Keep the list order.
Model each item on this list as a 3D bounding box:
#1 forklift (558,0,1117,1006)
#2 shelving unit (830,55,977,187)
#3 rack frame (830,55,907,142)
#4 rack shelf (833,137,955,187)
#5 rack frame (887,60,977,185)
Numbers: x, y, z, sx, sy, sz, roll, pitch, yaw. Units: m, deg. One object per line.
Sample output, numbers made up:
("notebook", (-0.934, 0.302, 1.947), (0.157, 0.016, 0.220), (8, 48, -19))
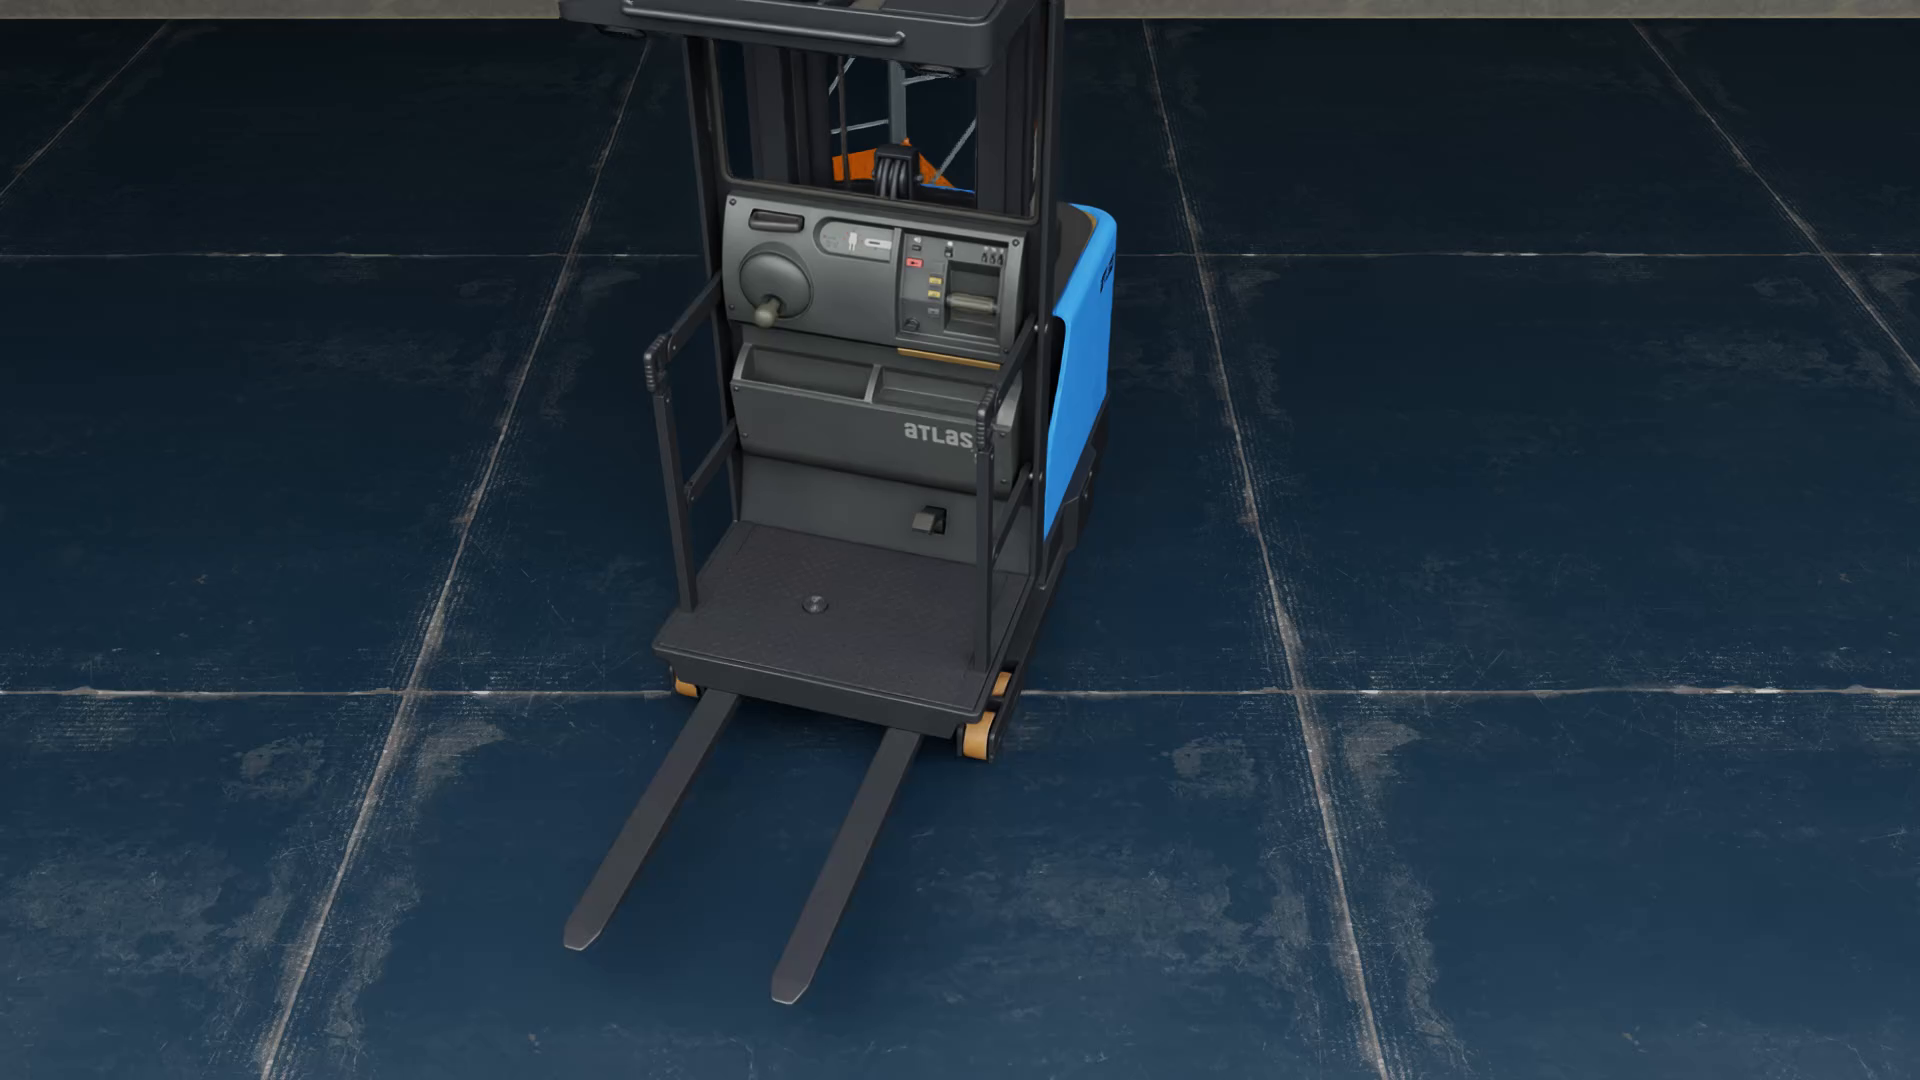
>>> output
("forklift", (-0.327, -0.714, 4.797), (1.130, 2.935, 3.031), (11, 40, 13))
("shelving unit", (-0.247, -1.521, 6.948), (0.587, 1.500, 1.083), (-17, 42, -20))
("rack frame", (-0.469, -1.813, 7.313), (0.500, 1.500, 0.032), (-17, 42, -20))
("rack shelf", (-0.251, -1.385, 7.067), (0.538, 0.185, 1.000), (-17, 42, -20))
("rack frame", (-0.033, -1.238, 6.596), (0.500, 1.500, 0.032), (-17, 42, -20))
